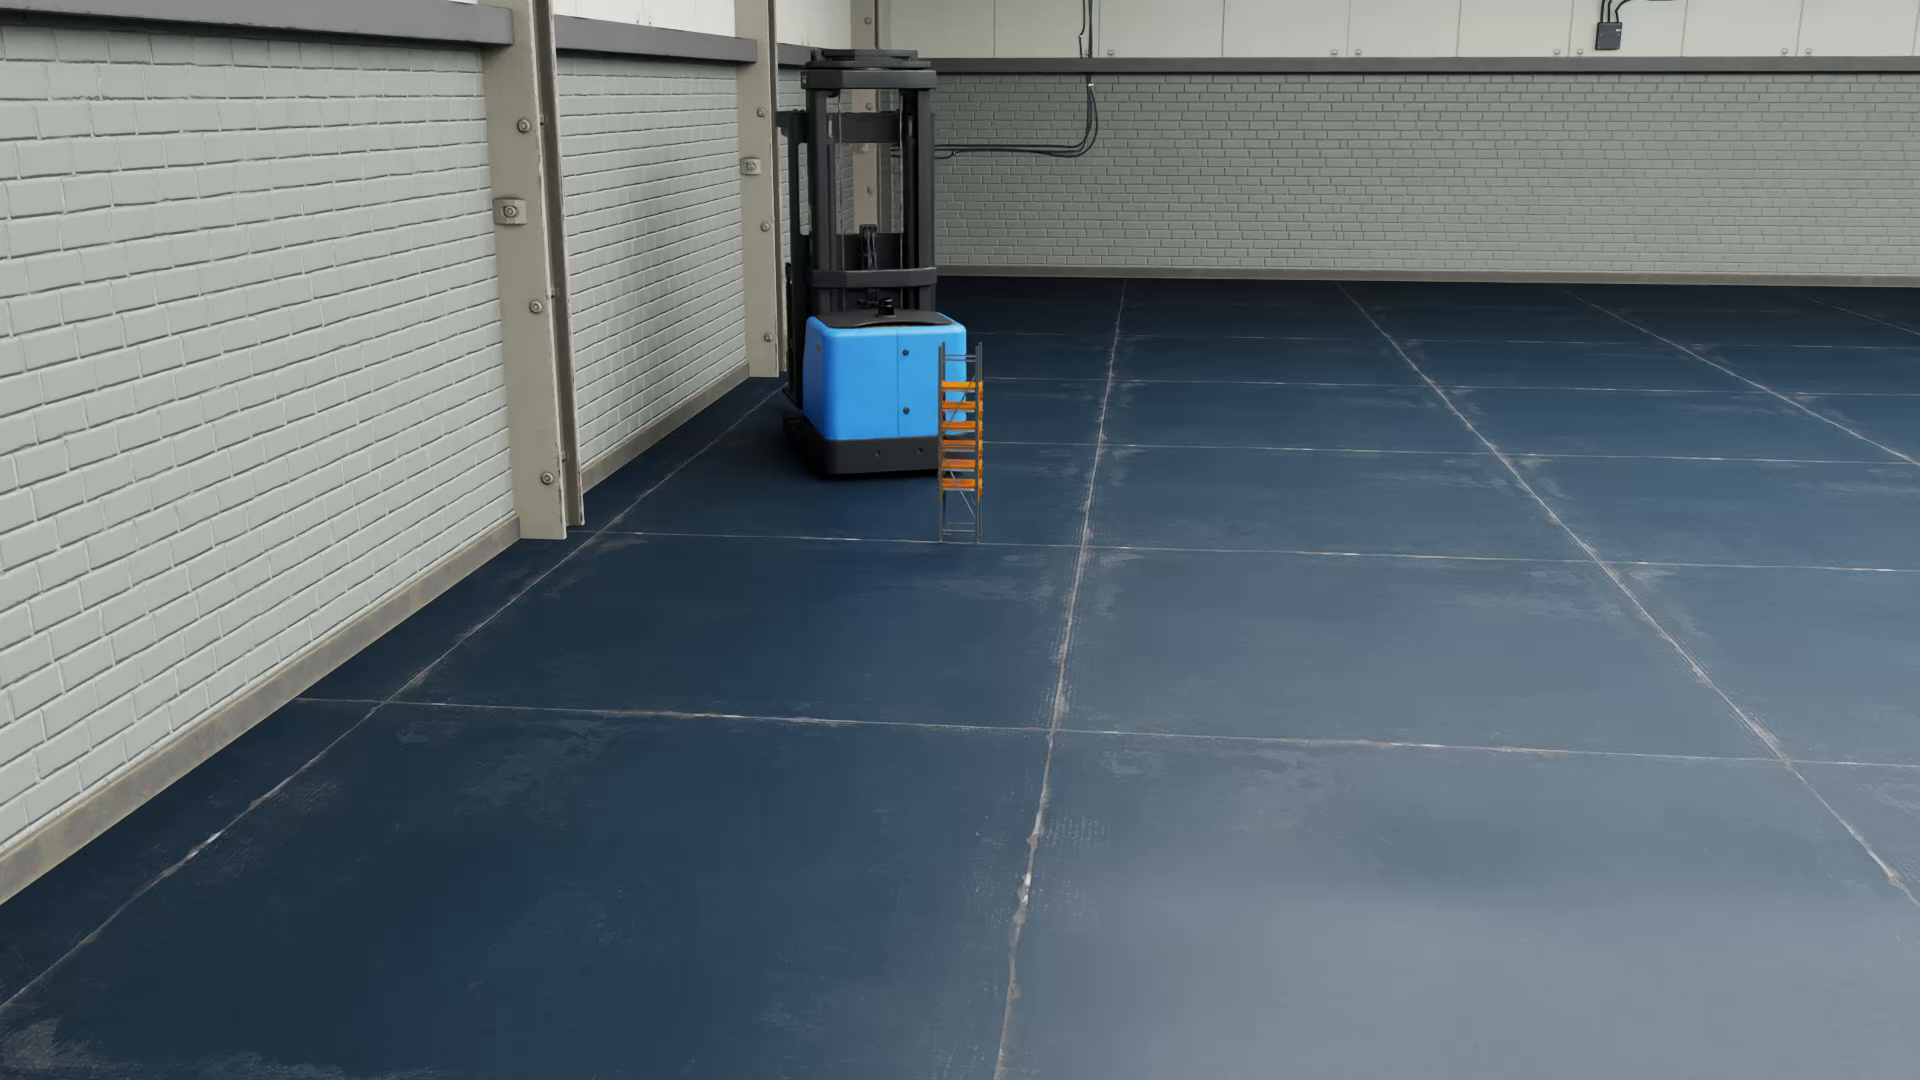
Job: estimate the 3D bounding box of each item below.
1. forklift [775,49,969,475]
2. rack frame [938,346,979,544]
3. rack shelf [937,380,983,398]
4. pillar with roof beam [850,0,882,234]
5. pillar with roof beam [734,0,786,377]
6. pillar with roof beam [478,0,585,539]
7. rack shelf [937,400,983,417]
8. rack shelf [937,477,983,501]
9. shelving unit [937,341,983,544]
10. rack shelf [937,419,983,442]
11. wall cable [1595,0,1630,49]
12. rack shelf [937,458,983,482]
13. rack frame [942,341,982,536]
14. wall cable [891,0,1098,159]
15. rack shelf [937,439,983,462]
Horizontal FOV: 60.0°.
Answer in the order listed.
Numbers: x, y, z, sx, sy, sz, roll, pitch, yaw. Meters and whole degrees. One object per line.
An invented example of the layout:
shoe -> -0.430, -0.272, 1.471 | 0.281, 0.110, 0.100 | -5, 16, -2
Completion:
forklift -> -0.788, -2.212, 12.729 | 1.130, 2.935, 3.031 | -4, 16, -13
rack frame -> -0.009, -0.559, 9.932 | 0.240, 1.200, 0.006 | 2, 15, 6
rack shelf -> 0.002, -0.888, 9.937 | 0.258, 0.103, 0.180 | 2, 15, 6
pillar with roof beam -> 3.075, -7.389, 20.248 | 9.100, 9.000, 0.400 | 2, 15, 6
pillar with roof beam -> 2.398, -5.833, 14.493 | 9.100, 9.000, 0.400 | 2, 15, 6
pillar with roof beam -> 1.721, -4.277, 8.738 | 9.100, 9.000, 0.400 | 2, 15, 6
rack shelf -> 0.002, -0.772, 9.968 | 0.258, 0.103, 0.180 | 2, 15, 6
rack shelf -> 0.002, -0.308, 10.094 | 0.258, 0.103, 0.180 | 2, 15, 6
shelving unit -> 0.002, -0.583, 10.019 | 0.258, 1.200, 0.189 | 2, 15, 6
rack shelf -> 0.002, -0.656, 10.000 | 0.258, 0.103, 0.180 | 2, 15, 6
wall cable -> 9.875, -9.599, 21.905 | 2.305, 6.003, 0.169 | 2, 15, 6
rack shelf -> 0.002, -0.424, 10.062 | 0.258, 0.103, 0.180 | 2, 15, 6
rack frame -> 0.012, -0.607, 10.107 | 0.240, 1.200, 0.006 | 2, 15, 6
wall cable -> 0.444, -6.742, 23.804 | 3.097, 2.526, 0.112 | 2, 15, 6
rack shelf -> 0.002, -0.540, 10.031 | 0.258, 0.103, 0.180 | 2, 15, 6
